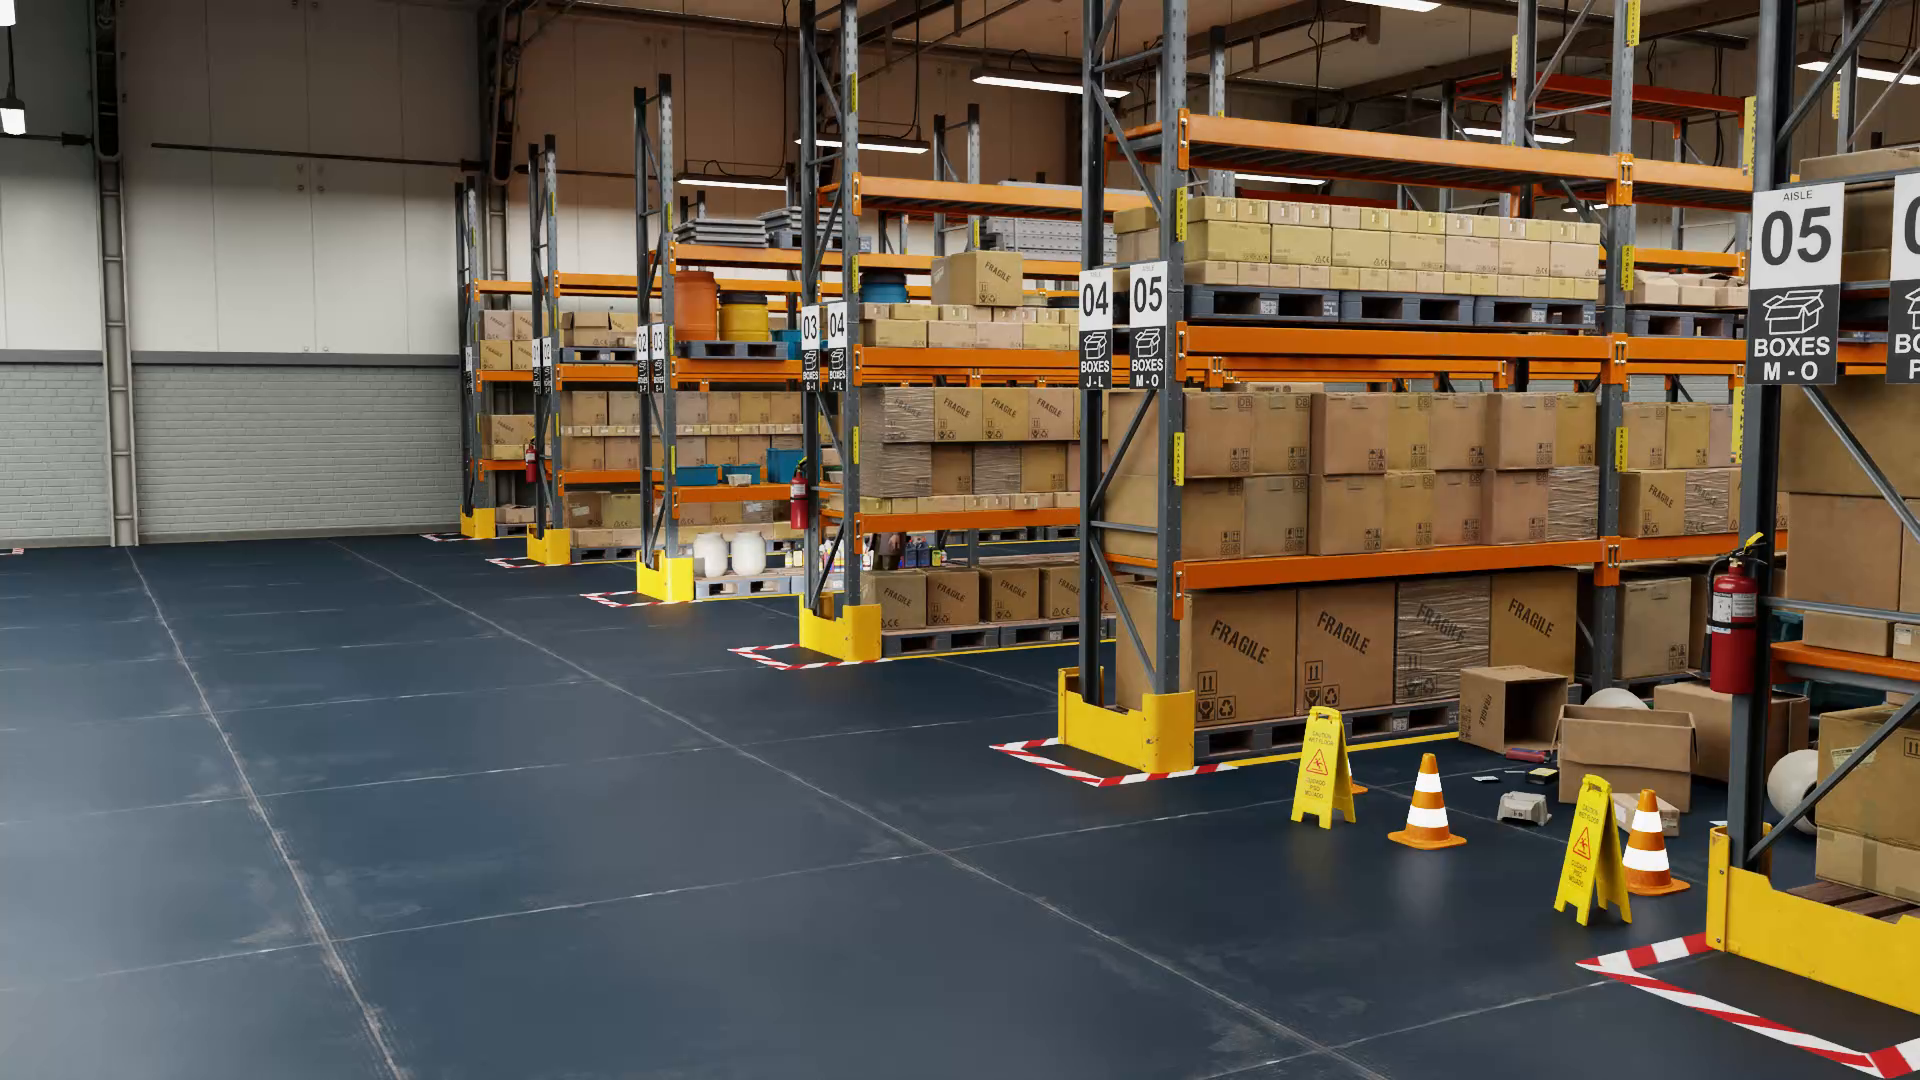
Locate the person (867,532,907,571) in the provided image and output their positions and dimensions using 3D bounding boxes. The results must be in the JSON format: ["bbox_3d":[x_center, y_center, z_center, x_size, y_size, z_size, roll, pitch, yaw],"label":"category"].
[{"bbox_3d":[-0.780,-0.058,17.863,0.424,1.773,0.642,-3,6,-31],"label":"person"}]
